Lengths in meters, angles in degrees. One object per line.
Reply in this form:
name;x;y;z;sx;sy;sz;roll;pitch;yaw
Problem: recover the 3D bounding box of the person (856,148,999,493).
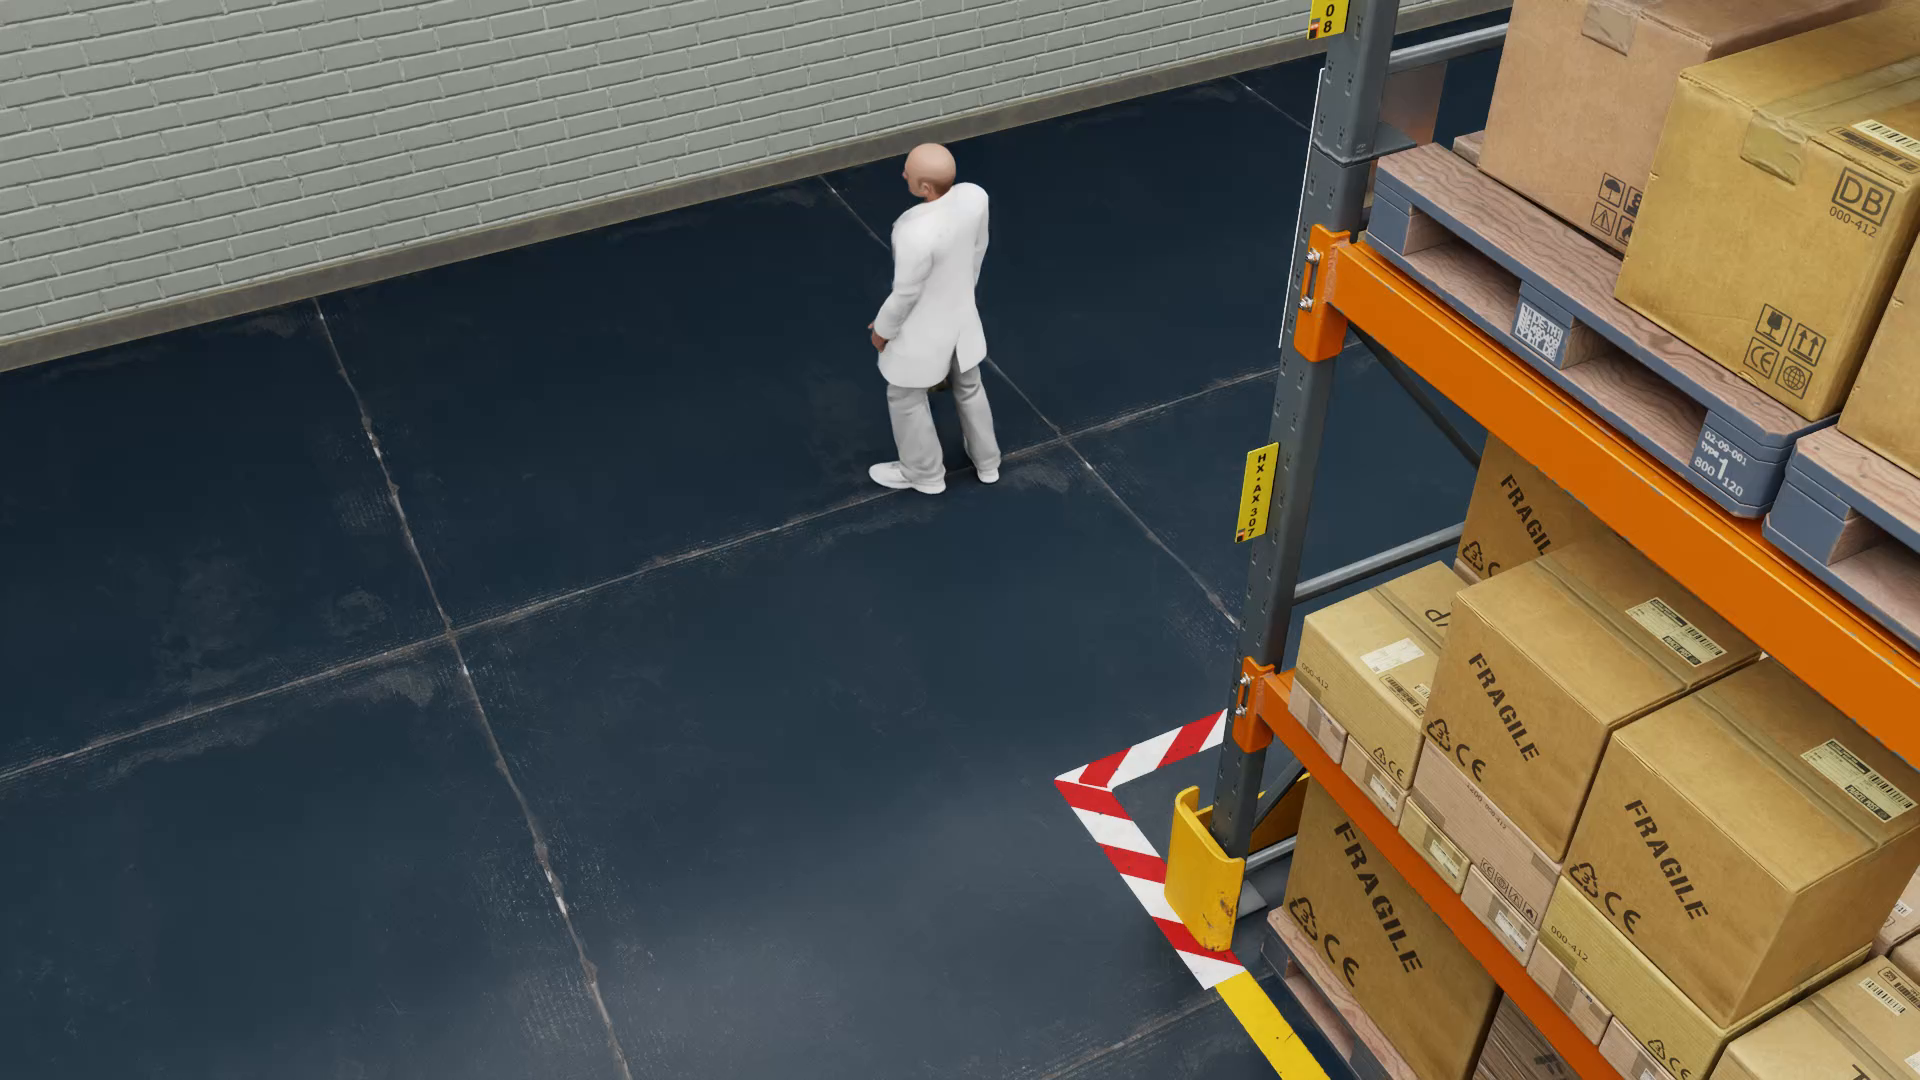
person;-0.121;-0.953;7.286;0.559;1.762;0.706;21;45;22
